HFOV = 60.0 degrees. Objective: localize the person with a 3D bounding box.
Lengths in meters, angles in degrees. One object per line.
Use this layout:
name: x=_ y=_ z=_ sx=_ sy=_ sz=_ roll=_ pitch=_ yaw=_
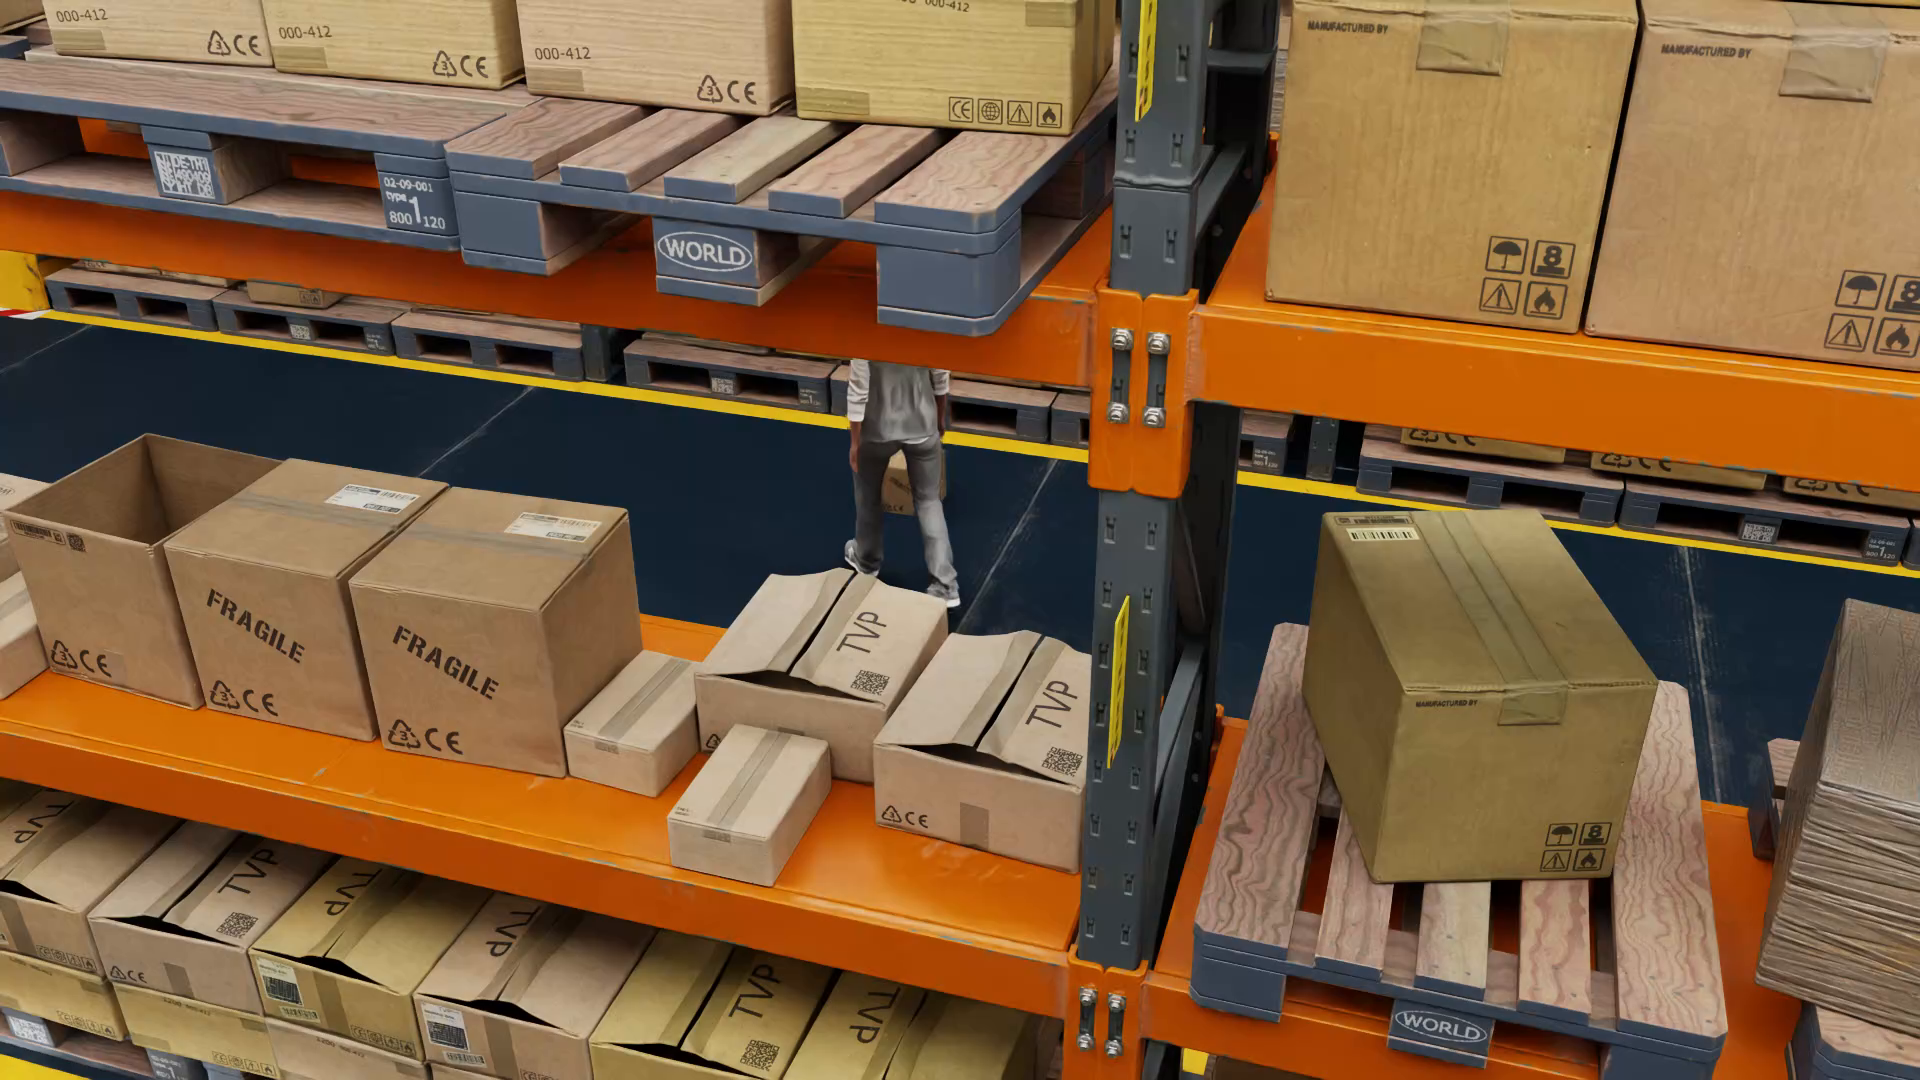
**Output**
person: x=-0.259 y=-0.455 z=6.929 sx=0.441 sy=1.557 sz=0.791 roll=-7 pitch=30 yaw=-13
